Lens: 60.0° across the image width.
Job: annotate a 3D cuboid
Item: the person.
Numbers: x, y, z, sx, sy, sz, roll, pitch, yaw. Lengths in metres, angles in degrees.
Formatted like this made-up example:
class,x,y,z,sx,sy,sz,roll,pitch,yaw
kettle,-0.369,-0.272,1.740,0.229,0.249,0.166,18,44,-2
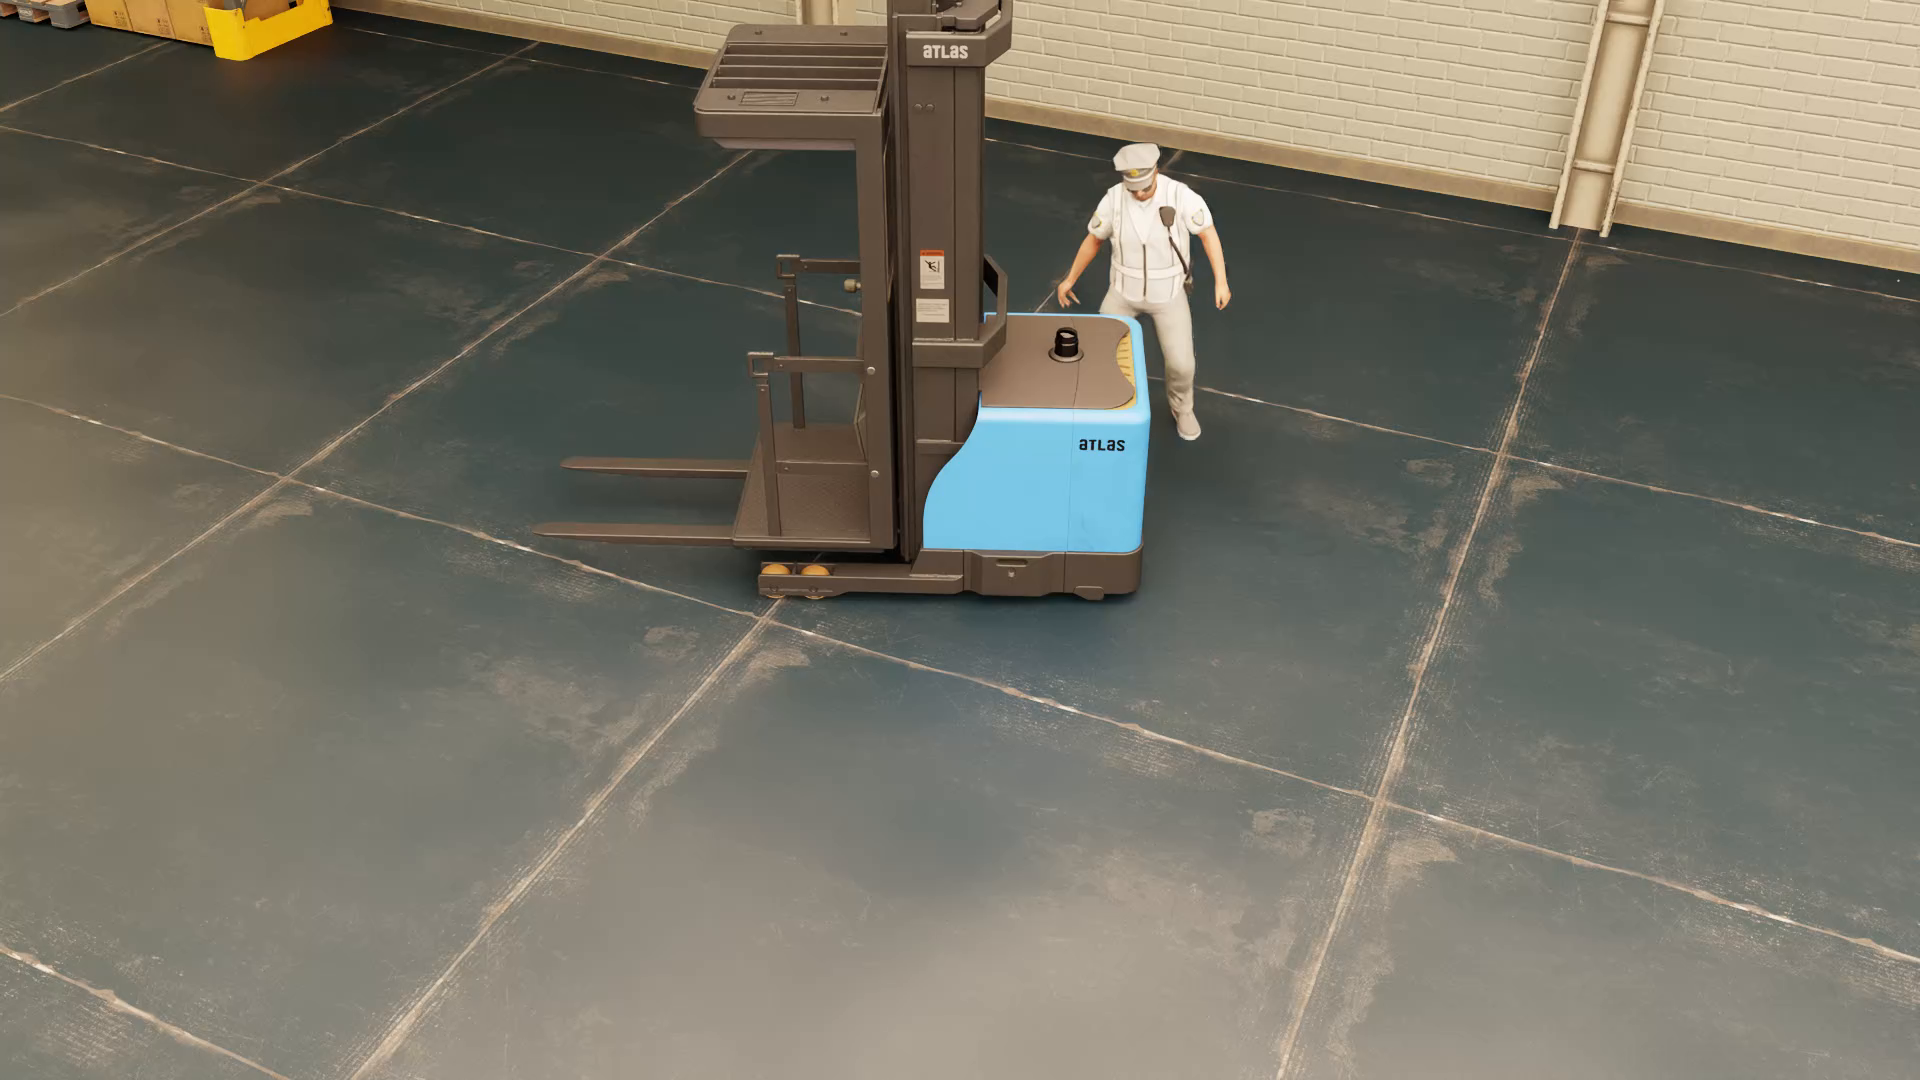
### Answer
class,x,y,z,sx,sy,sz,roll,pitch,yaw
person,0.995,-1.349,9.067,0.951,1.715,0.451,7,36,10

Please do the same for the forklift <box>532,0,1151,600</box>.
class,x,y,z,sx,sy,sz,roll,pitch,yaw
forklift,-0.608,-1.208,7.780,3.031,2.935,1.130,1,36,2
